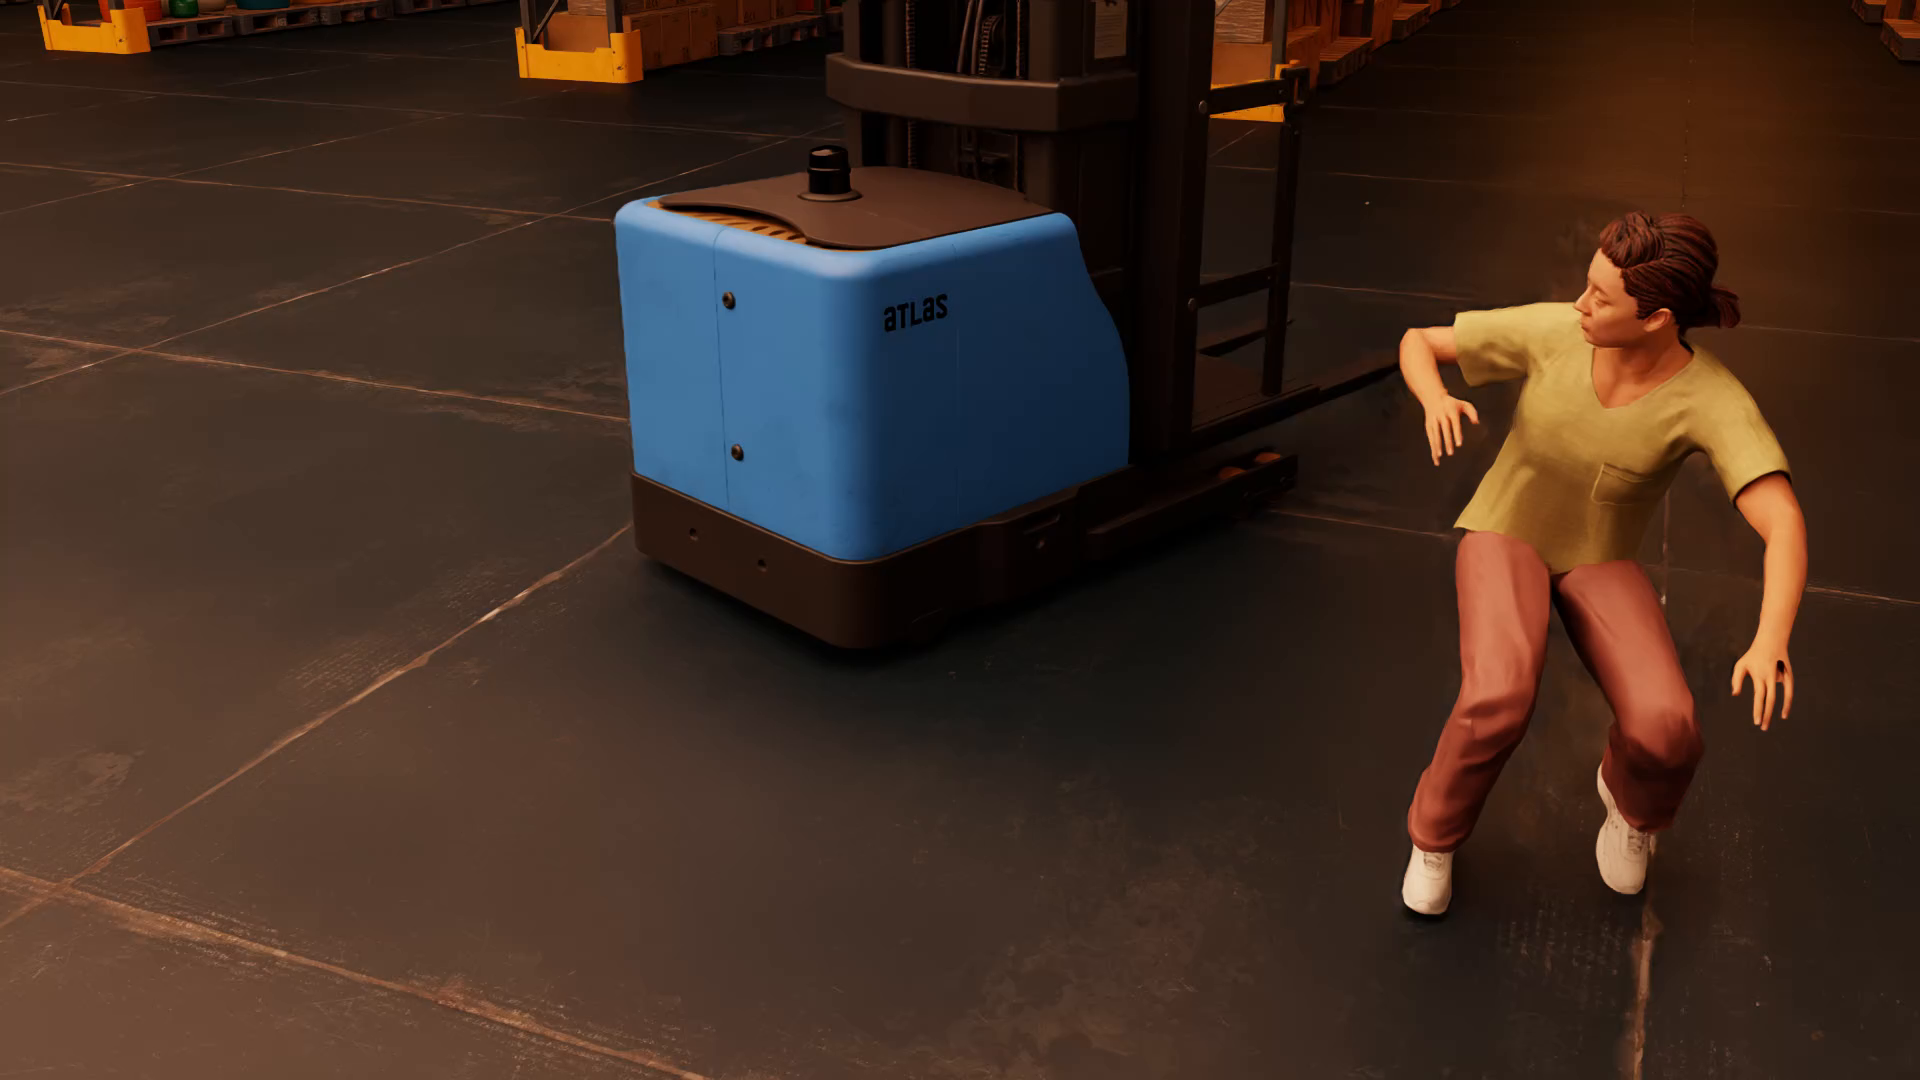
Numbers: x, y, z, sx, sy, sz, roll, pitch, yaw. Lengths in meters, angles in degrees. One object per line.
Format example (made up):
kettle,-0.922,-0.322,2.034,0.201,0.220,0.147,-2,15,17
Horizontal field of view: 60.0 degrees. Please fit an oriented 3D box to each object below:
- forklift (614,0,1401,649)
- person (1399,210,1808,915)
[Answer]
forklift,0.449,-1.544,4.985,3.031,2.935,1.130,-21,30,-40
person,1.127,0.093,3.084,0.708,1.398,0.830,7,24,16
